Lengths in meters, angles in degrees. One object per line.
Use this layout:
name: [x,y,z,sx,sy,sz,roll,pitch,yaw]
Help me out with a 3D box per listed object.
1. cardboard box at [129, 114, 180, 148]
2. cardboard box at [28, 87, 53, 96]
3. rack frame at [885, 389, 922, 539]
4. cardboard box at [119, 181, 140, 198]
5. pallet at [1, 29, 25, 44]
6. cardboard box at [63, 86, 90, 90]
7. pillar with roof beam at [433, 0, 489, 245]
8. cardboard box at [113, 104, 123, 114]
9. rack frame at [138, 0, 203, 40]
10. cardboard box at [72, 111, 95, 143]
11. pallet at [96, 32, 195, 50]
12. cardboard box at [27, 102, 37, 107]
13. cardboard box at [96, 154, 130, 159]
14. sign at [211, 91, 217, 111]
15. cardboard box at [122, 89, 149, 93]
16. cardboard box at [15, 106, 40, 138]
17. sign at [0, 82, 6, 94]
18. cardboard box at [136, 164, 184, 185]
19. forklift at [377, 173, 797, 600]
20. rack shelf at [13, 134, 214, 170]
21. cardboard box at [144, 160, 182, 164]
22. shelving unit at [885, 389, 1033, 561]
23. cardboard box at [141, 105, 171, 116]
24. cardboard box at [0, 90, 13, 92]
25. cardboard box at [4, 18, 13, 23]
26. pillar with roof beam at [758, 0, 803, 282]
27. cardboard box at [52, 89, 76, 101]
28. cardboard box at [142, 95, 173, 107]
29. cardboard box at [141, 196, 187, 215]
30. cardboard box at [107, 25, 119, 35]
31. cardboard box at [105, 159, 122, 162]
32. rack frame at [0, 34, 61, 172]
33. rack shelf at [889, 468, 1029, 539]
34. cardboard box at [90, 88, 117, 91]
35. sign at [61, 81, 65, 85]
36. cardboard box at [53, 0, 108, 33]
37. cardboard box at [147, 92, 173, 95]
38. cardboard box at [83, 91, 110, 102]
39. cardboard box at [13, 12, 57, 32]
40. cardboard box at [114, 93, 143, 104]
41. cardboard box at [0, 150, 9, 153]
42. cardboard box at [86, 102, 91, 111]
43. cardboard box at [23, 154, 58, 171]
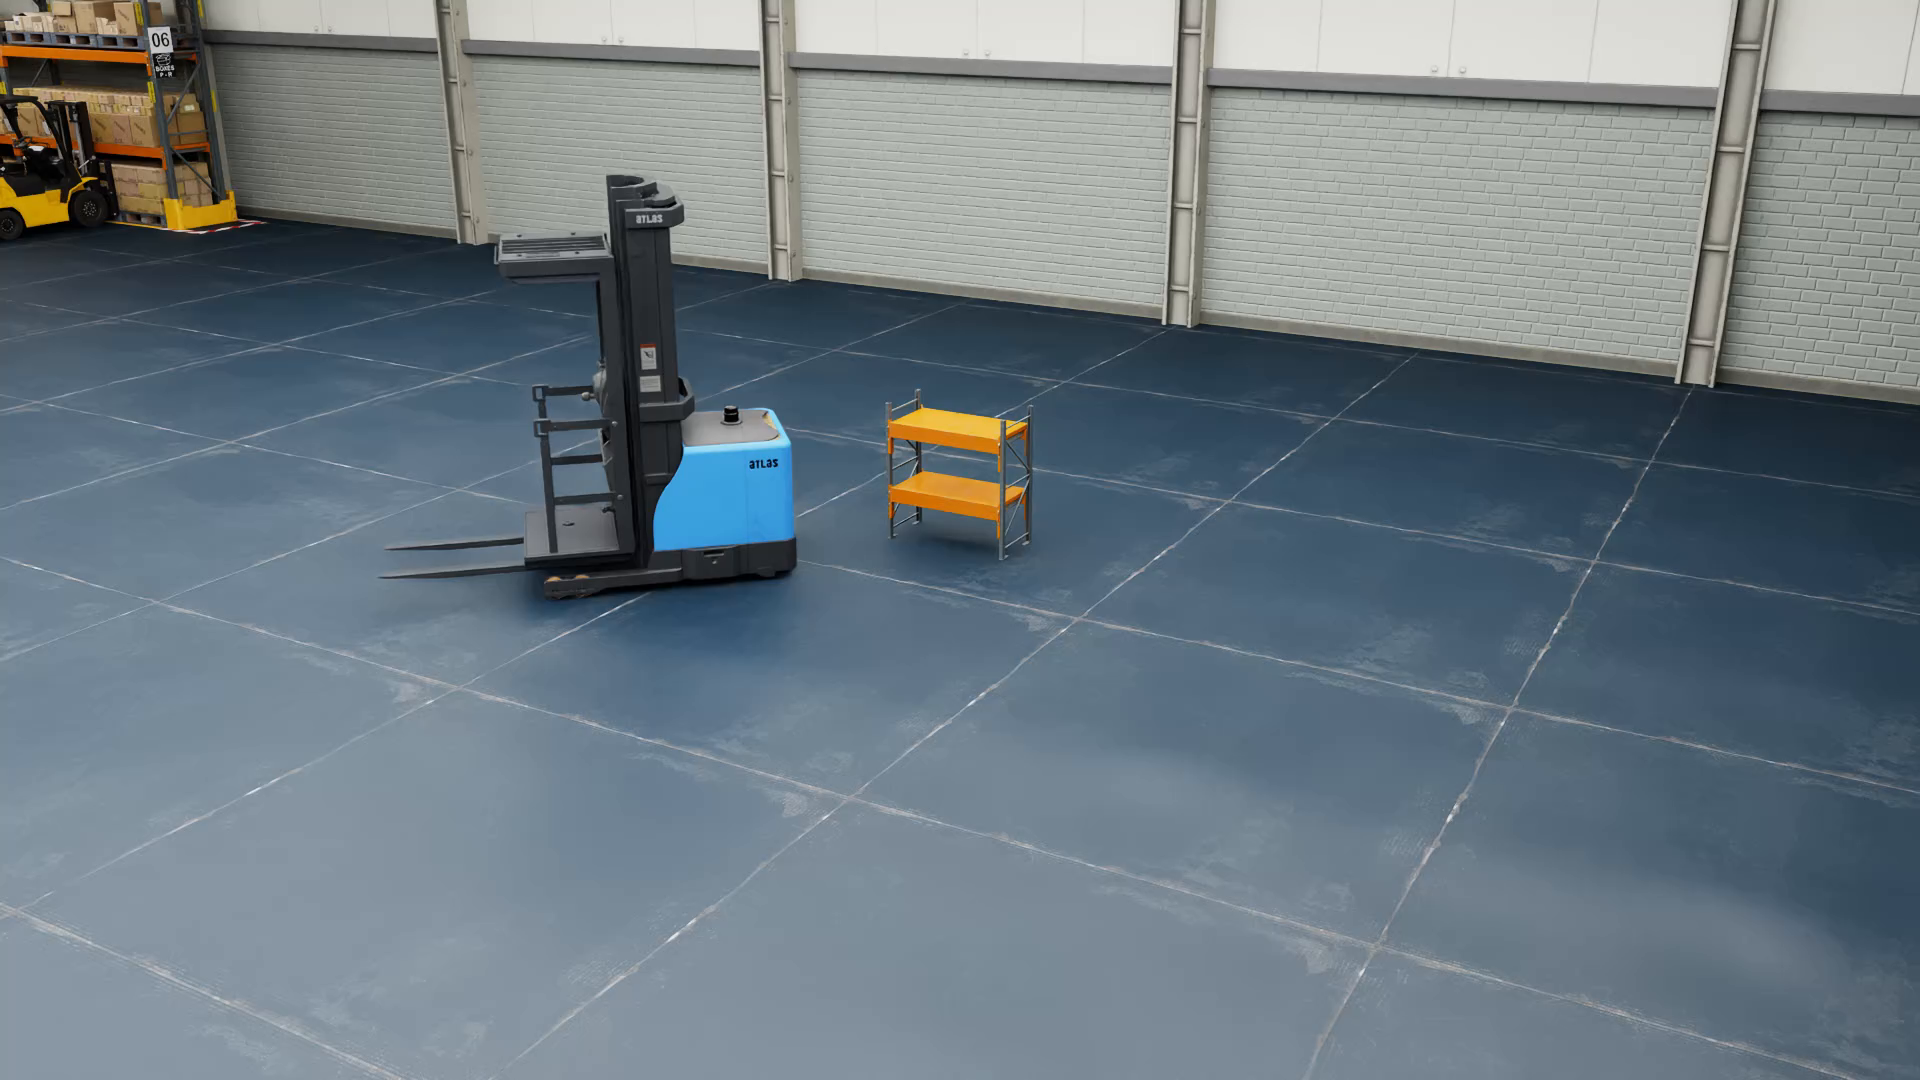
cardboard box: [-13.333,-6.785,27.523,0.500,0.500,0.500,10,22,26]
cardboard box: [-15.853,-7.738,28.765,0.250,0.149,0.380,11,23,28]
rack frame: [-0.450,-0.614,13.409,0.032,1.125,0.500,11,23,27]
cardboard box: [-13.785,-5.948,28.048,0.500,0.250,0.500,11,22,27]
pallet: [-17.044,-8.862,29.279,1.217,0.209,0.805,10,22,25]
cardboard box: [-15.405,-7.834,29.028,0.250,0.149,0.380,11,22,27]
pillar with roof beam: [-9.805,-7.659,21.282,0.400,9.000,9.100,11,23,27]
cardboard box: [-13.860,-7.200,27.717,0.250,0.149,0.380,11,22,27]
rack frame: [-12.775,-9.554,26.507,0.127,3.000,1.000,11,23,27]
cardboard box: [-14.673,-7.039,28.225,0.500,0.500,0.500,11,23,28]
pallet: [-13.380,-8.228,27.379,1.213,0.211,1.003,11,23,27]
cardboard box: [-15.891,-7.577,28.757,0.250,0.149,0.380,11,23,29]
cardboard box: [-14.859,-6.582,29.061,0.500,0.250,0.500,11,23,28]
sign: [-12.499,-7.342,27.822,0.005,0.325,0.100,11,23,27]
cardboard box: [-14.046,-7.593,28.366,0.250,0.149,0.380,10,22,26]
cardboard box: [-16.007,-7.295,28.929,0.500,0.500,0.500,10,22,26]
sign: [-16.524,-7.743,28.731,0.005,0.325,0.100,11,23,27]
cardboard box: [-13.329,-6.093,27.712,0.500,0.250,0.500,12,23,29]
forklift: [-2.810,-1.137,12.201,3.031,2.935,1.130,-5,21,-13]
rack shelf: [-14.521,-6.728,28.570,4.000,0.370,1.077,11,23,27]
cardboard box: [-13.541,-6.327,28.359,0.500,0.250,0.500,11,23,27]
shelving unit: [-0.006,-0.530,13.176,1.048,1.125,0.538,11,23,27]
cardboard box: [-13.215,-7.060,27.332,0.250,0.149,0.380,11,23,28]
cardboard box: [-17.129,-8.012,29.955,0.250,0.149,0.380,11,22,27]
cardboard box: [-16.913,-9.135,29.357,0.250,0.149,0.380,11,23,27]
pillar with roof beam: [-4.567,-6.661,18.532,0.400,9.000,9.100,11,23,27]
cardboard box: [-15.220,-7.585,28.342,0.250,0.149,0.380,10,22,26]
cardboard box: [-13.191,-7.223,27.343,0.250,0.149,0.380,11,23,27]
cardboard box: [-13.340,-5.623,27.884,0.500,0.250,0.500,11,23,28]
cardboard box: [-13.647,-8.318,27.104,0.250,0.149,0.380,10,22,26]
cardboard box: [-14.662,-6.343,28.403,0.500,0.250,0.500,10,22,26]
rack frame: [-16.267,-7.399,29.364,0.127,3.000,1.000,11,23,27]
rack shelf: [-0.006,-0.300,13.260,1.000,0.278,0.538,11,23,27]
cardboard box: [-14.739,-7.705,28.674,0.250,0.149,0.380,11,22,27]
sign: [-15.998,-8.009,29.659,0.005,0.325,0.100,11,23,27]
cardboard box: [-14.618,-8.747,27.767,0.637,0.503,0.797,12,23,29]
cardboard box: [-13.414,-7.438,27.938,0.250,0.149,0.380,11,23,28]
cardboard box: [-14.533,-7.476,28.042,0.250,0.149,0.380,11,23,28]
cardboard box: [-15.660,-8.801,28.198,0.500,0.311,0.500,11,23,28]
cardboard box: [-13.844,-7.353,27.704,0.250,0.149,0.380,11,23,28]
cardboard box: [-18.060,-6.819,30.633,0.625,0.625,0.875,10,22,25]
cardboard box: [-14.521,-7.335,28.088,0.250,0.149,0.380,11,22,27]
cardboard box: [-15.998,-6.600,29.112,0.500,0.250,0.500,10,22,26]
